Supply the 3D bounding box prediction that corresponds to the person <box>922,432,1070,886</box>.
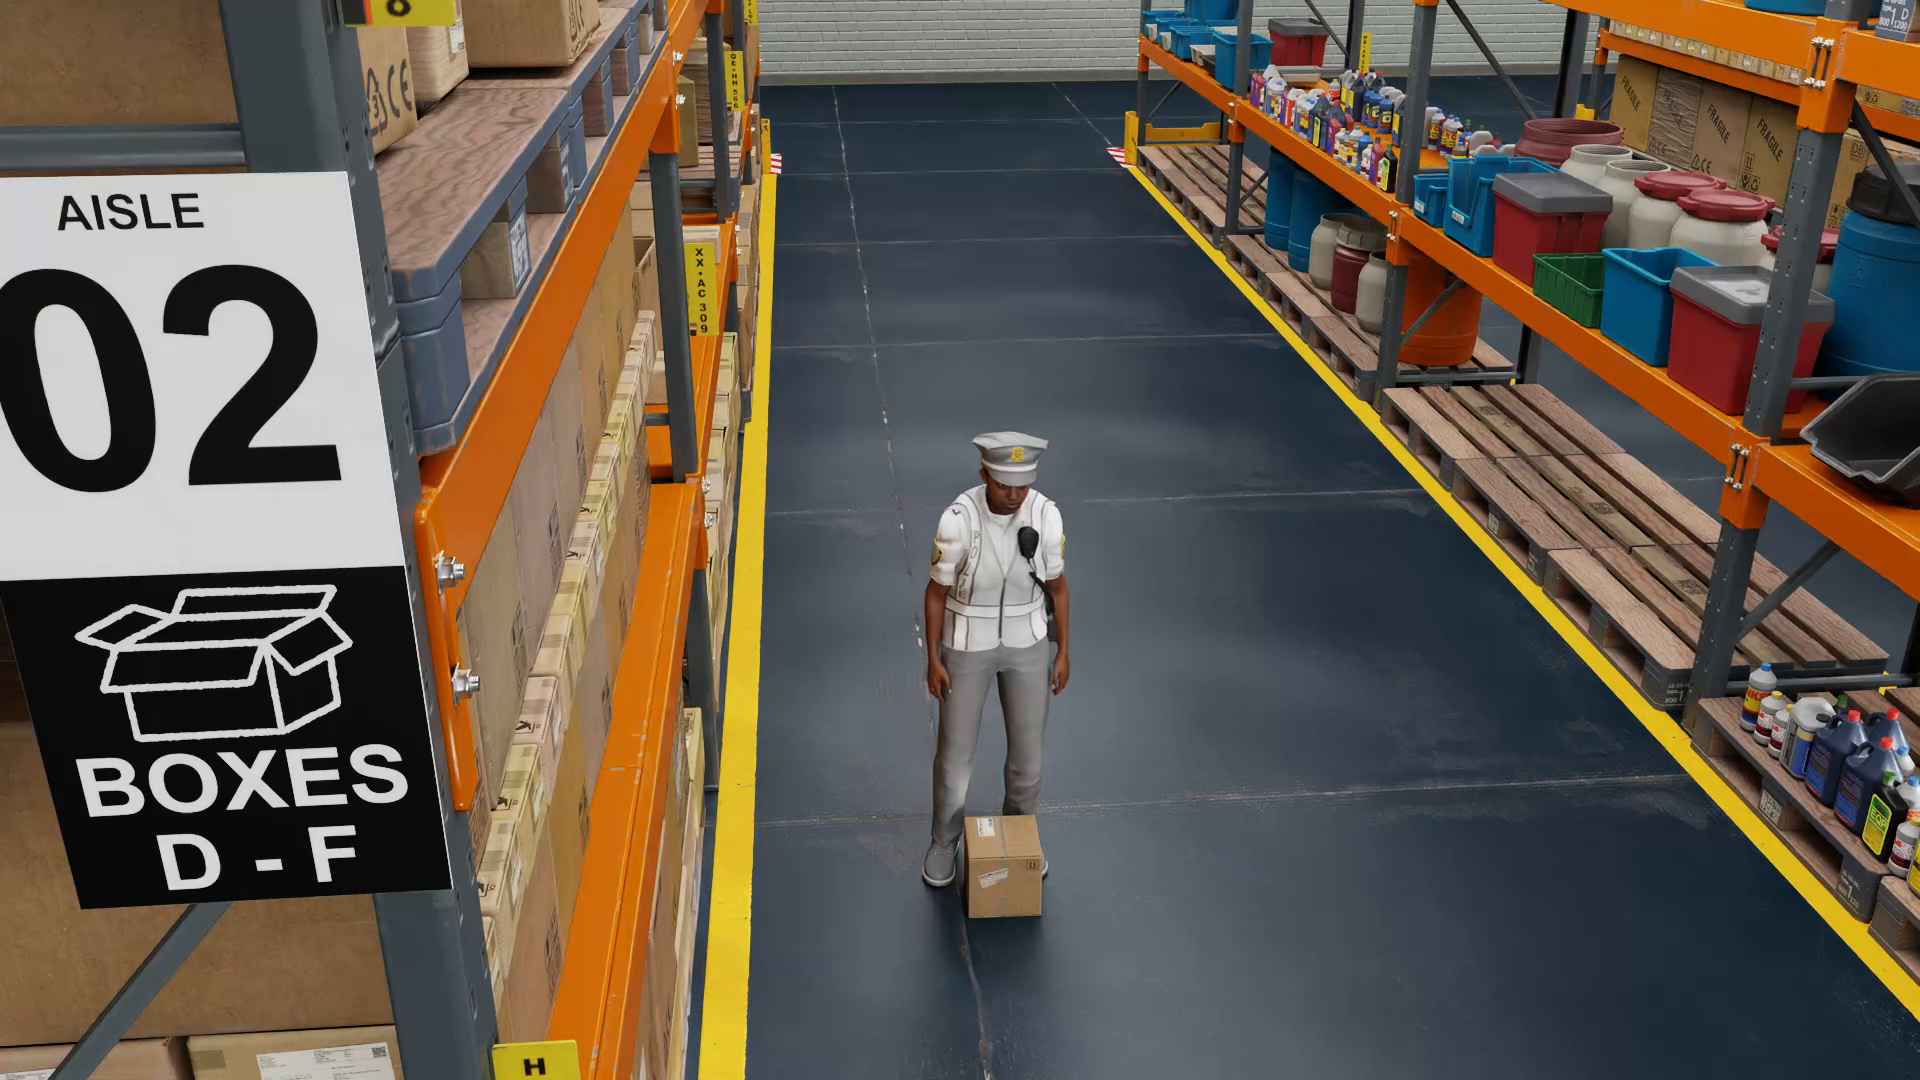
[{"bbox_3d":[0.116,0.394,5.705,0.530,1.663,0.391,-3,24,-7],"label":"person"}]
